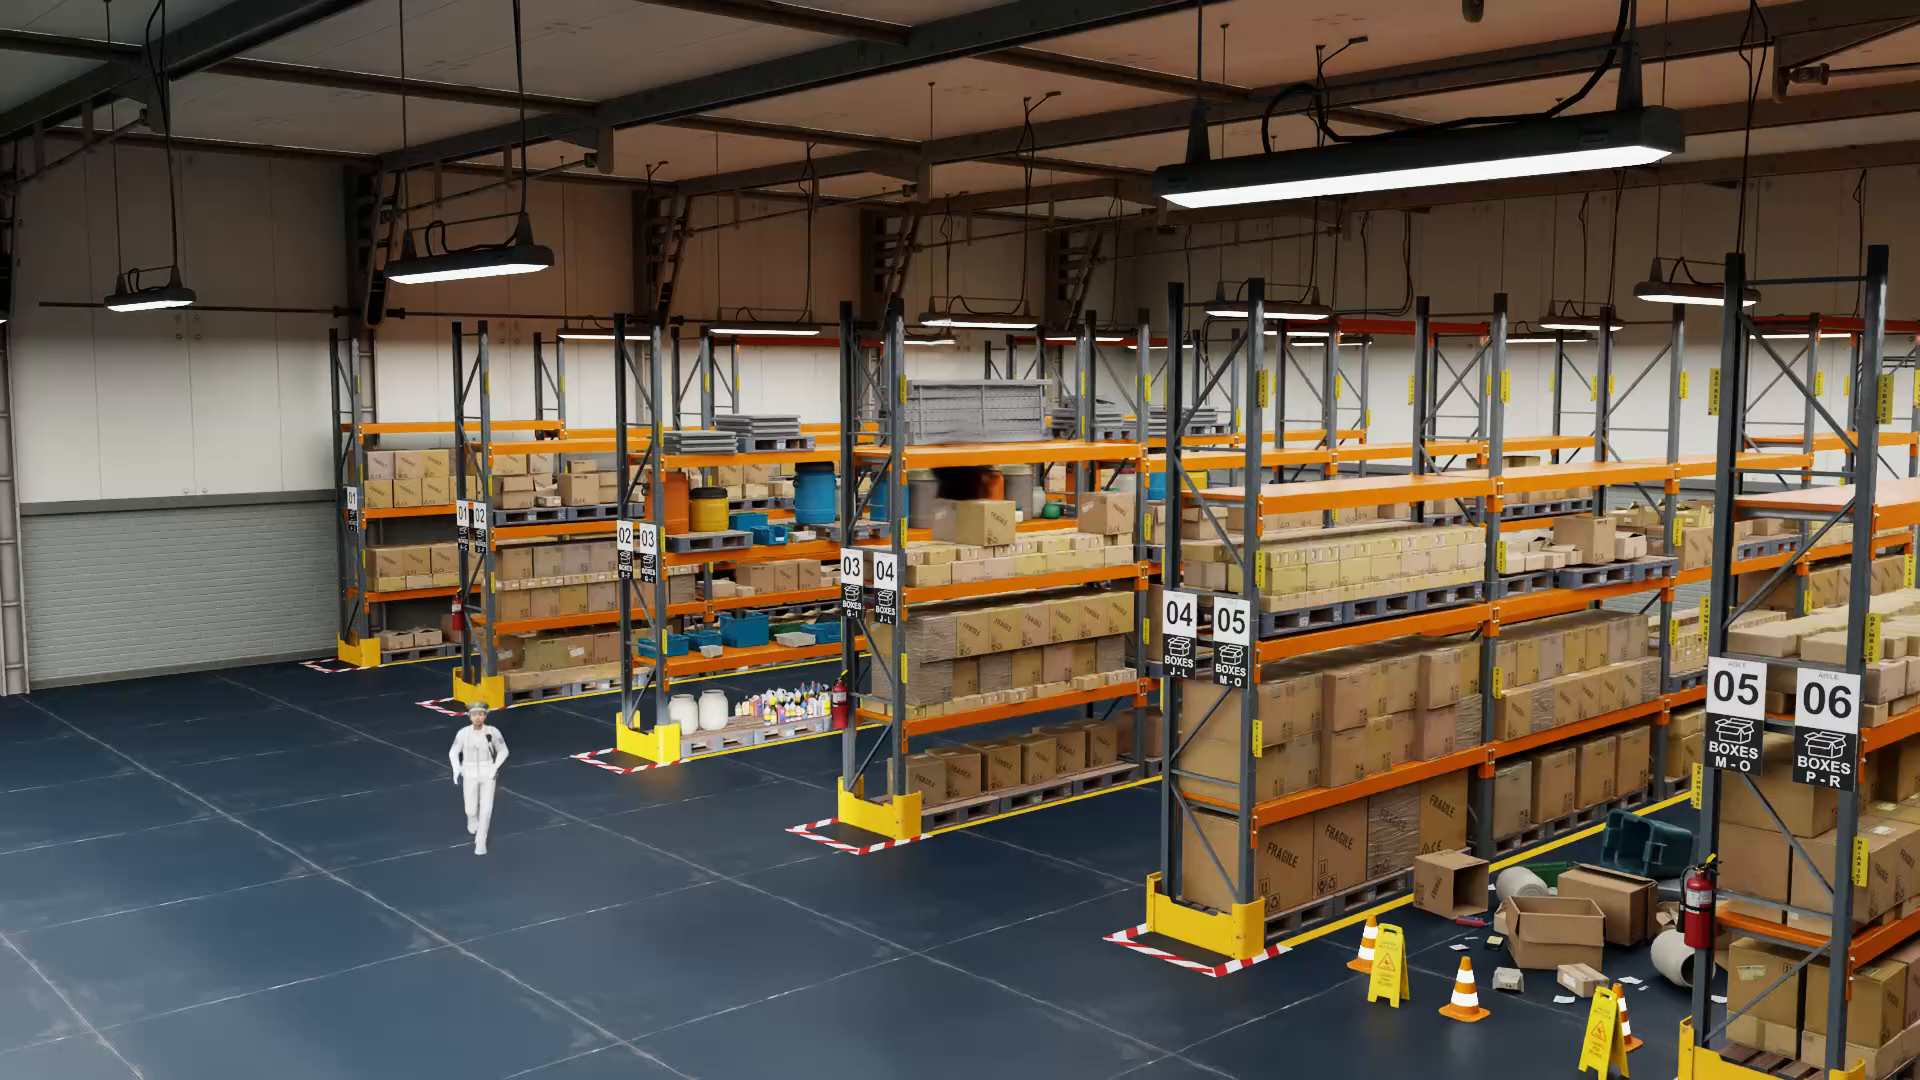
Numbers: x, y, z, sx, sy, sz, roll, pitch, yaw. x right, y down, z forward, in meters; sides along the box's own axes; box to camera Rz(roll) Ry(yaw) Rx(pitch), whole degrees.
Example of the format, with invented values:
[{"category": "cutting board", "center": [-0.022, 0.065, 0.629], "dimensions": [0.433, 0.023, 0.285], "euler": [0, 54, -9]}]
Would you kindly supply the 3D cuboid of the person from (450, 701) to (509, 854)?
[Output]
[{"category": "person", "center": [-5.238, 2.568, 18.136], "dimensions": [0.624, 1.654, 0.551], "euler": [-1, 6, -14]}]
